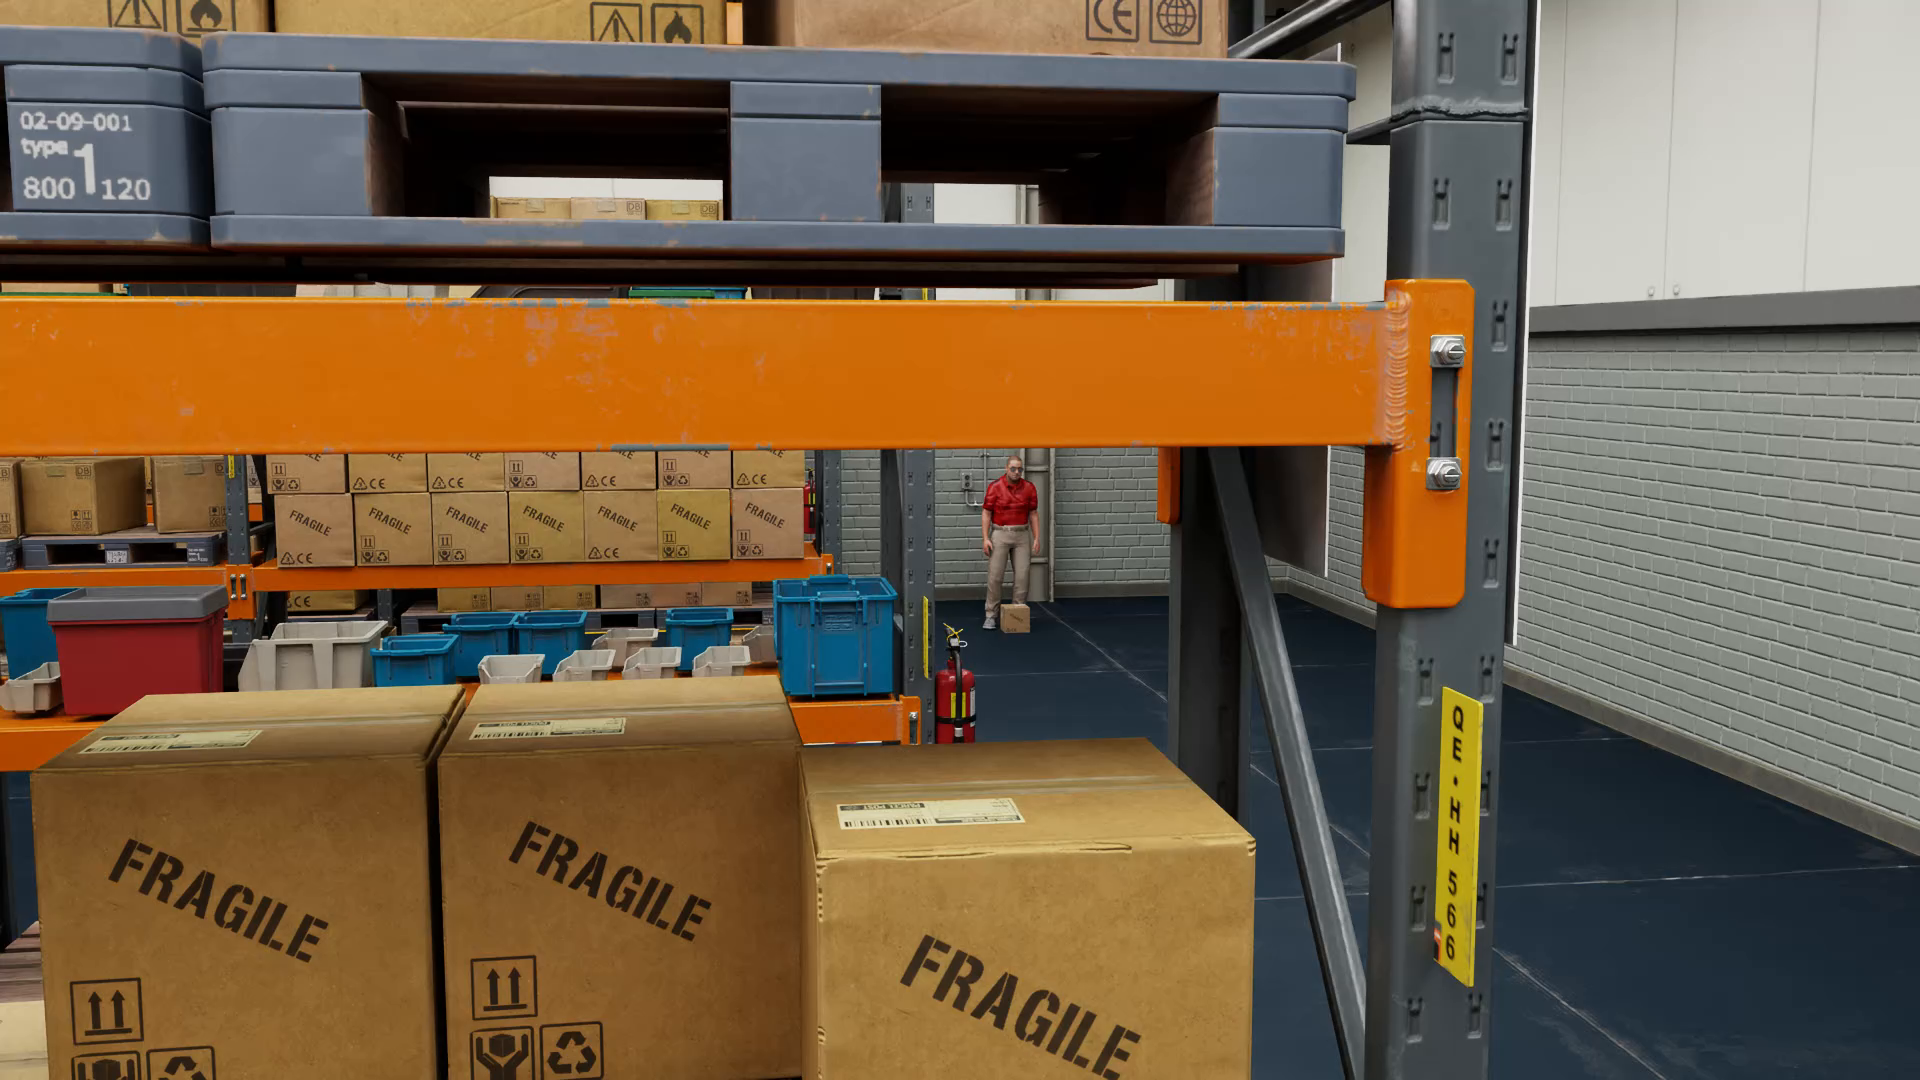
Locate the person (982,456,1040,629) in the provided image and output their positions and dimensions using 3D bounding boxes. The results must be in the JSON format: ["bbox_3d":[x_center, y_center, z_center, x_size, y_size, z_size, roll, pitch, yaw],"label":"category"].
[{"bbox_3d":[0.510,0.017,16.620,0.602,1.727,0.427,-1,7,-11],"label":"person"}]
